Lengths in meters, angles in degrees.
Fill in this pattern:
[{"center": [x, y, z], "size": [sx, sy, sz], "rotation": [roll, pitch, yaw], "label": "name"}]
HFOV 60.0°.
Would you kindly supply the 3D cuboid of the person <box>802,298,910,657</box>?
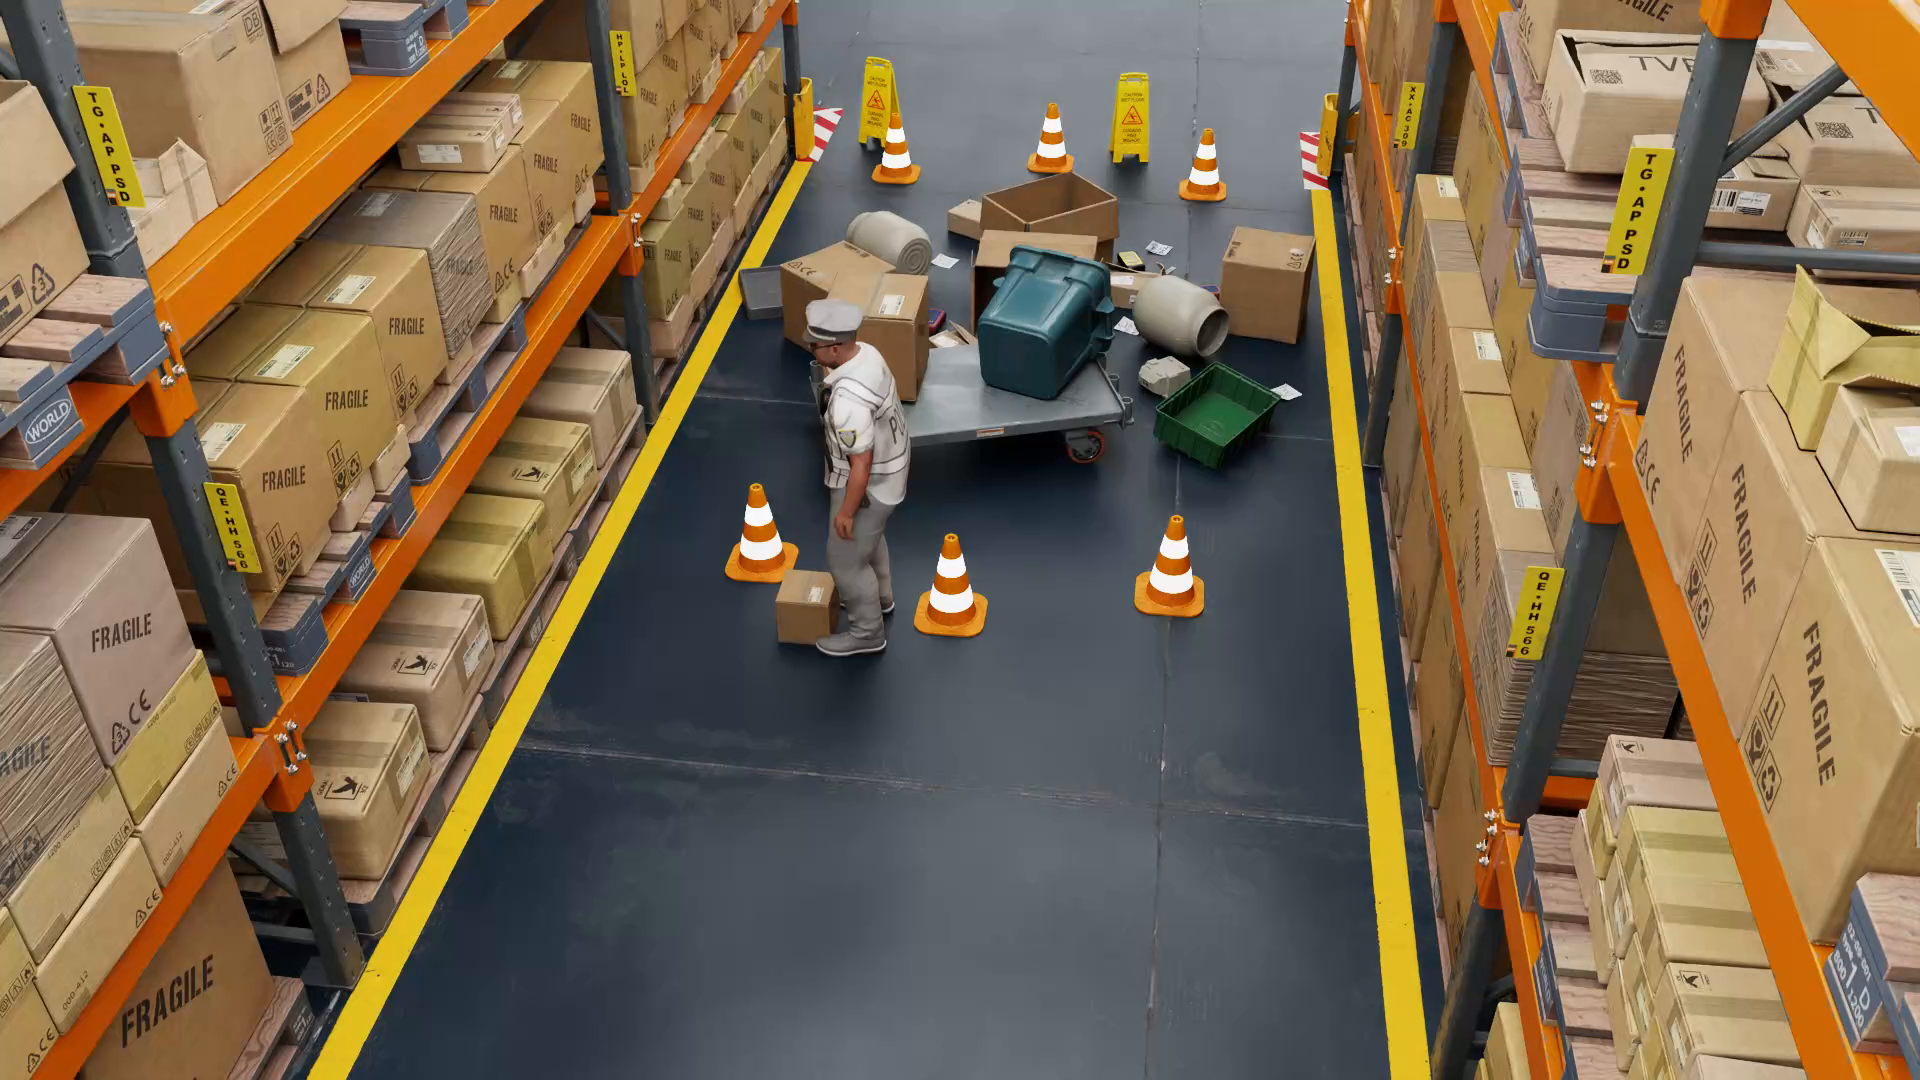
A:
[{"center": [-0.445, -0.268, 7.405], "size": [0.444, 1.747, 0.604], "rotation": [2, 36, 3], "label": "person"}]
